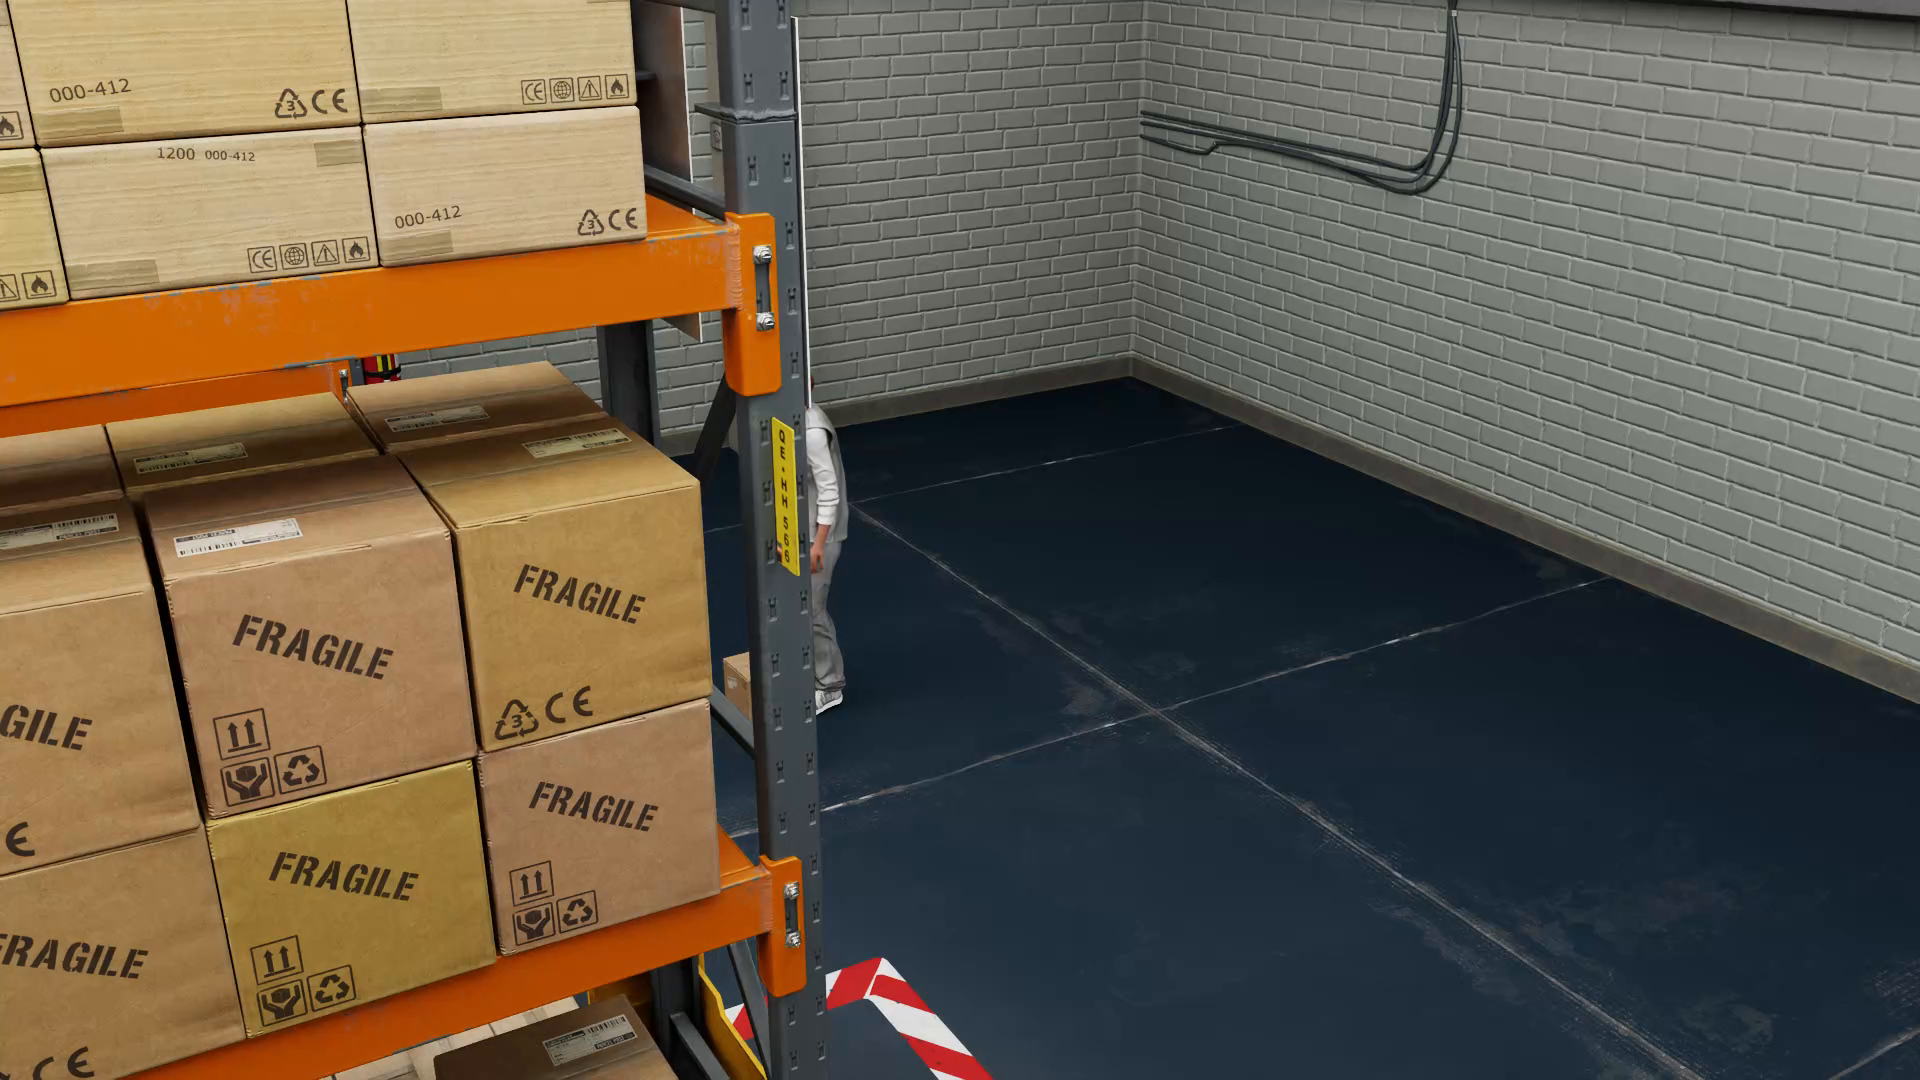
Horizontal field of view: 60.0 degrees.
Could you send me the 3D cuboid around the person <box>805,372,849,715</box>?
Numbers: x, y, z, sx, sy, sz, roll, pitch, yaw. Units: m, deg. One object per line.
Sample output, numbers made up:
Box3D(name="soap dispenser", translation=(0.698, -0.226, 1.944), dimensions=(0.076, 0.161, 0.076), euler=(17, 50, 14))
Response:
Box3D(name="person", translation=(-0.667, -0.023, 7.161), dimensions=(0.343, 1.592, 0.460), euler=(-12, 25, -28))
